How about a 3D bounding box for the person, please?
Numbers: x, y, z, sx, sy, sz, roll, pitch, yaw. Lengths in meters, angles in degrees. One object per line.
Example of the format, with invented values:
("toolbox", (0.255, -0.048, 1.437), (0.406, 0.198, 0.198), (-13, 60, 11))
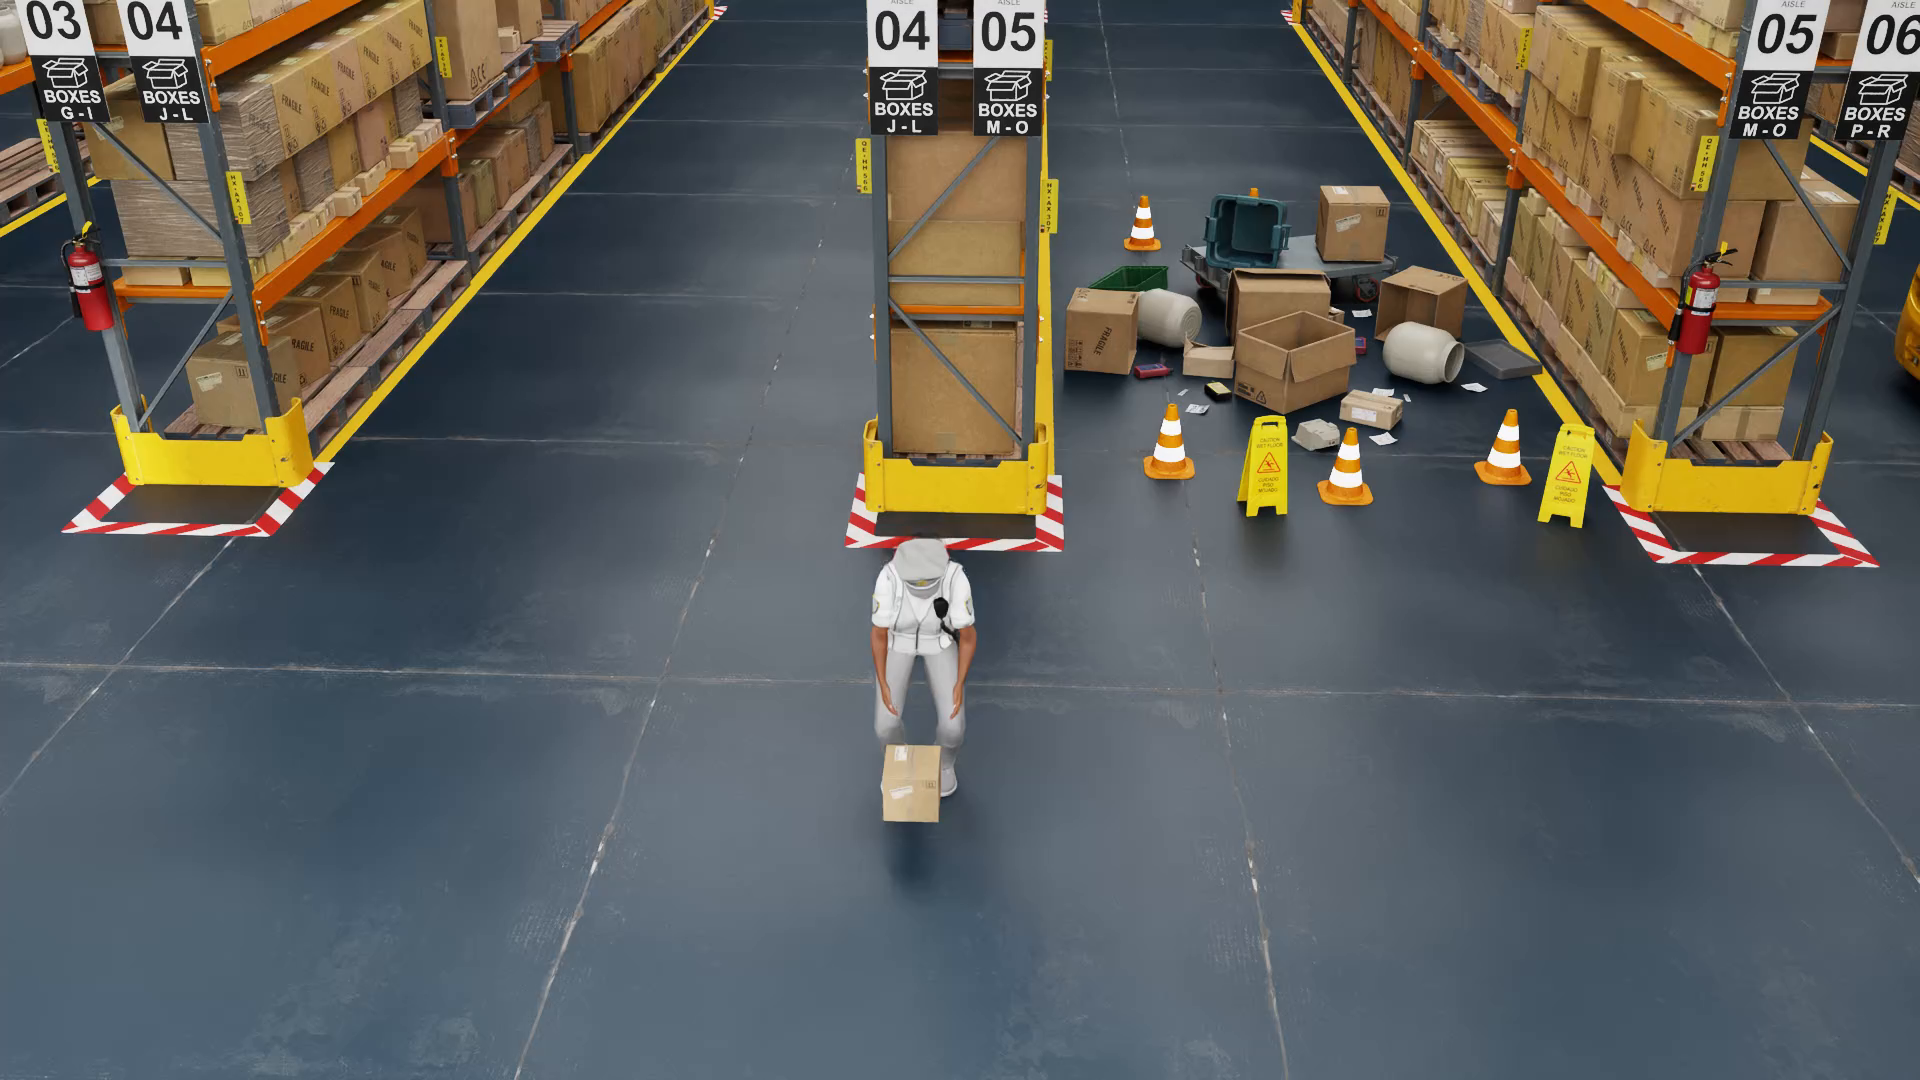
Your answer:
("person", (-0.165, 0.573, 7.800), (0.494, 1.440, 0.670), (1, 28, 2))
